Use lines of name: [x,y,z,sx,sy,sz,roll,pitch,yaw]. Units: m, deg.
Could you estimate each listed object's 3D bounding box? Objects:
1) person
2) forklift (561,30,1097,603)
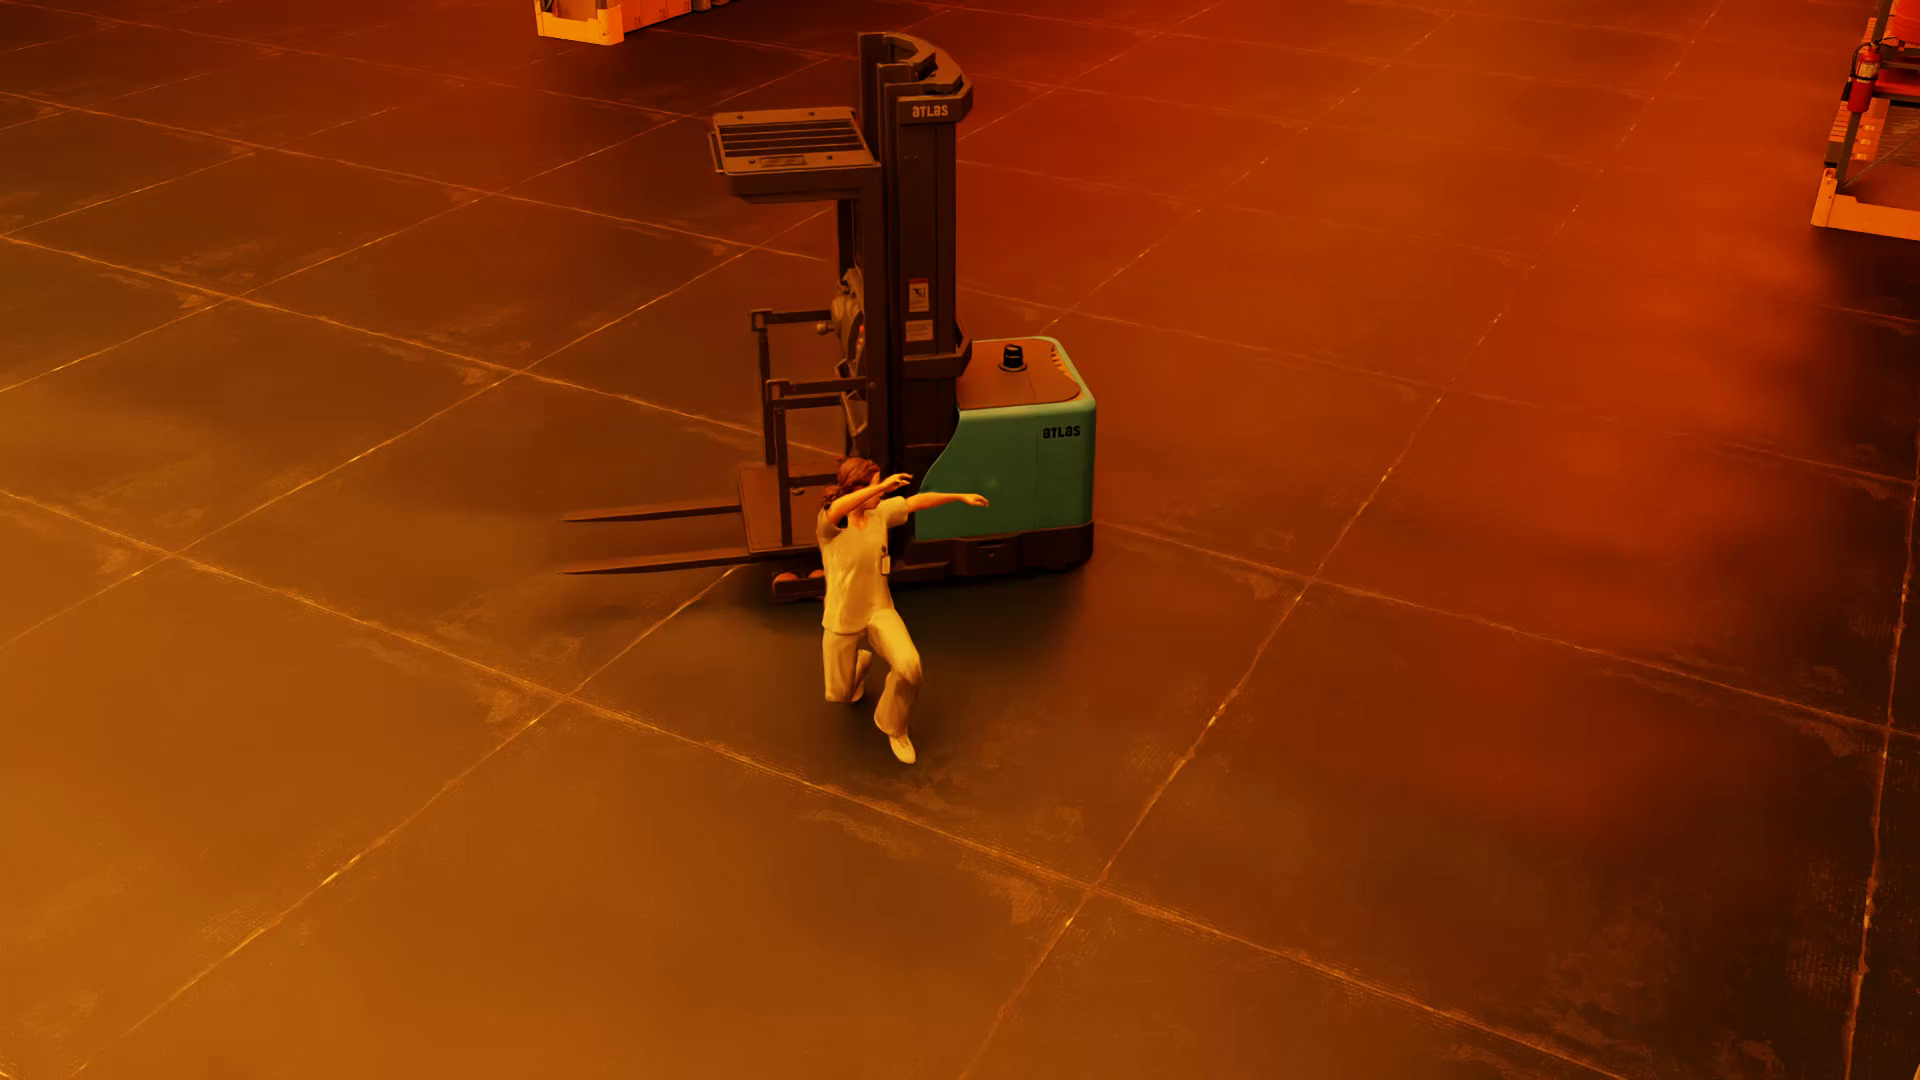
person: [-0.407,0.349,8.032,0.535,1.217,0.823,-10,31,-17]
forklift: [-0.793,-1.202,9.153,3.031,2.935,1.130,-5,30,-9]
